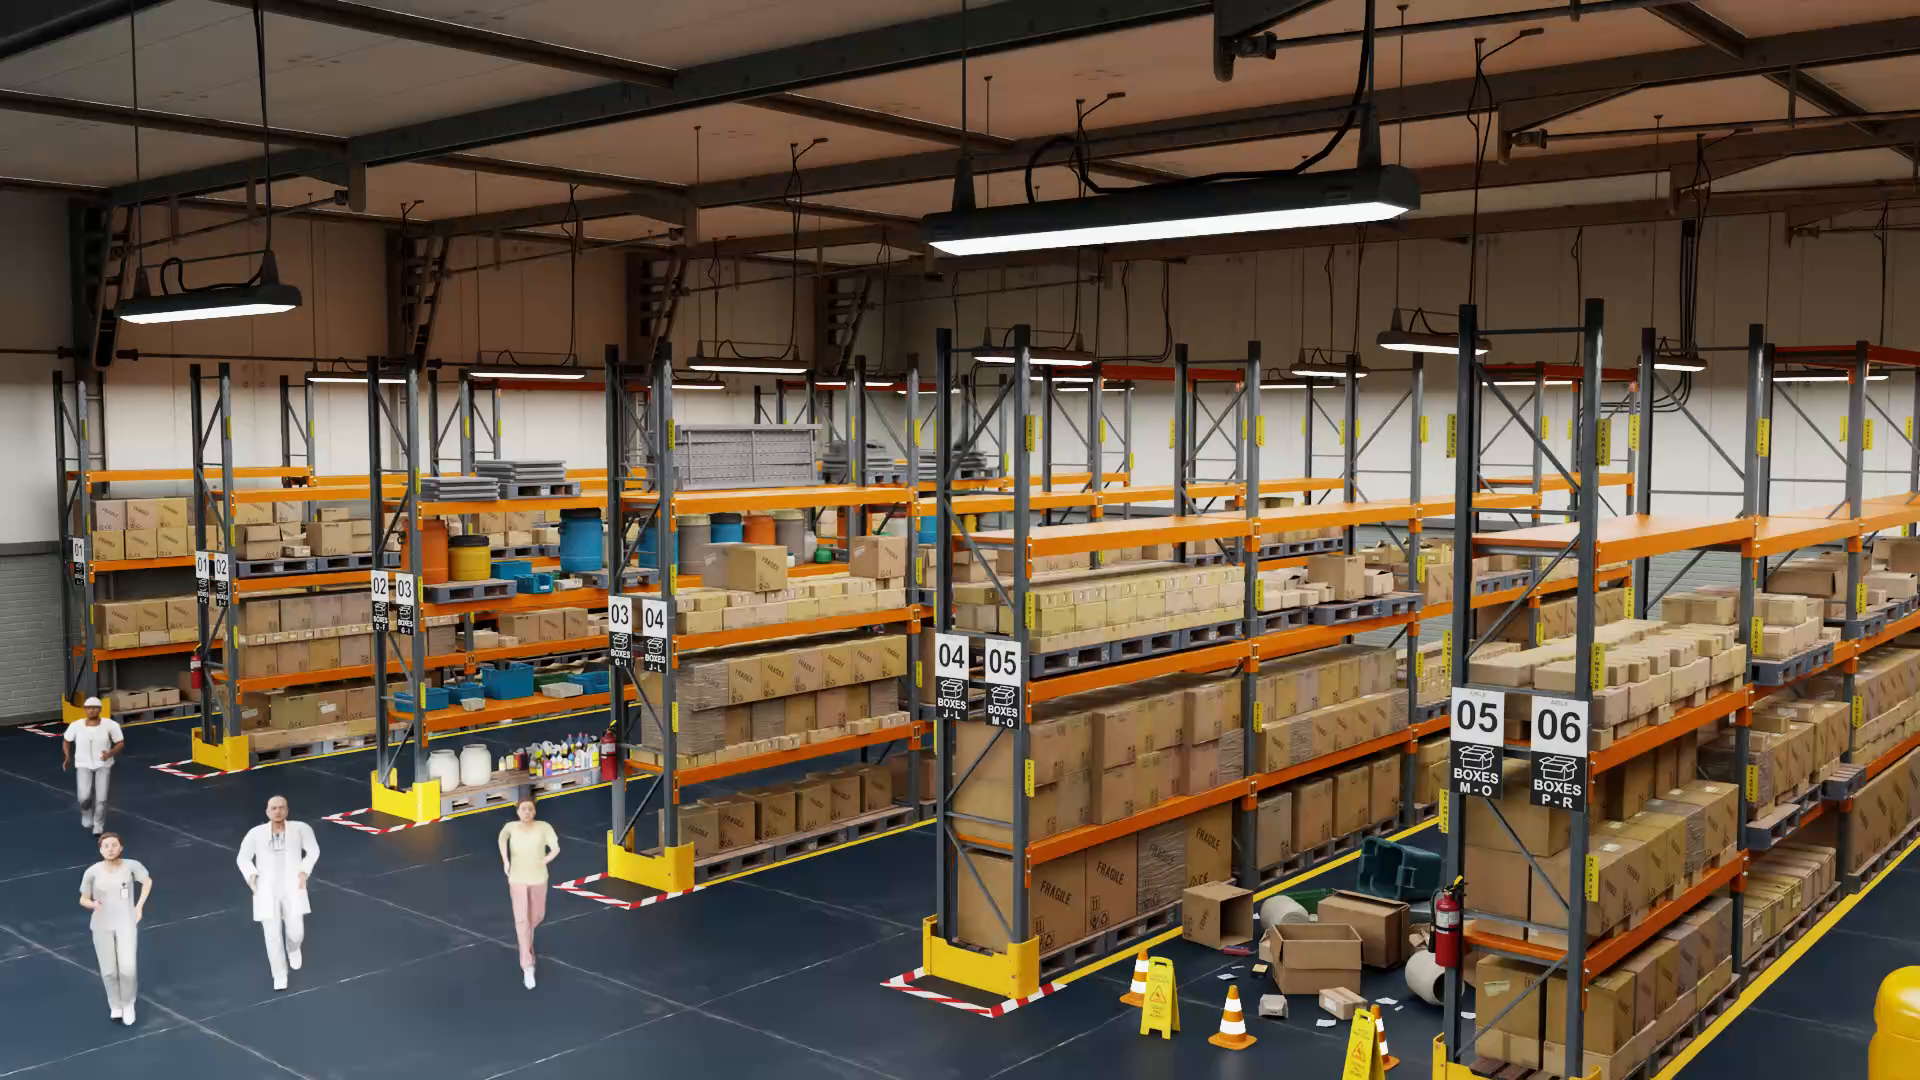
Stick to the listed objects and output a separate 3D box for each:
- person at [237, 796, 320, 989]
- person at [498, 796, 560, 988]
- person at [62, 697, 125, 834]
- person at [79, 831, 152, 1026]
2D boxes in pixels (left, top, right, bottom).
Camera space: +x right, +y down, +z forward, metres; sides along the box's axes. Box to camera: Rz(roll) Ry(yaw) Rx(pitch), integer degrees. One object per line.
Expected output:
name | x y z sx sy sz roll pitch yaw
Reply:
person | -6.230 3.200 15.221 0.707 1.724 0.668 -2 4 -22
person | -4.036 3.218 15.627 0.534 1.691 1.115 -2 4 -22
person | -10.759 2.812 20.645 0.705 1.716 0.578 -2 4 -22
person | -7.180 3.315 14.150 0.547 1.667 0.628 -2 4 -23
